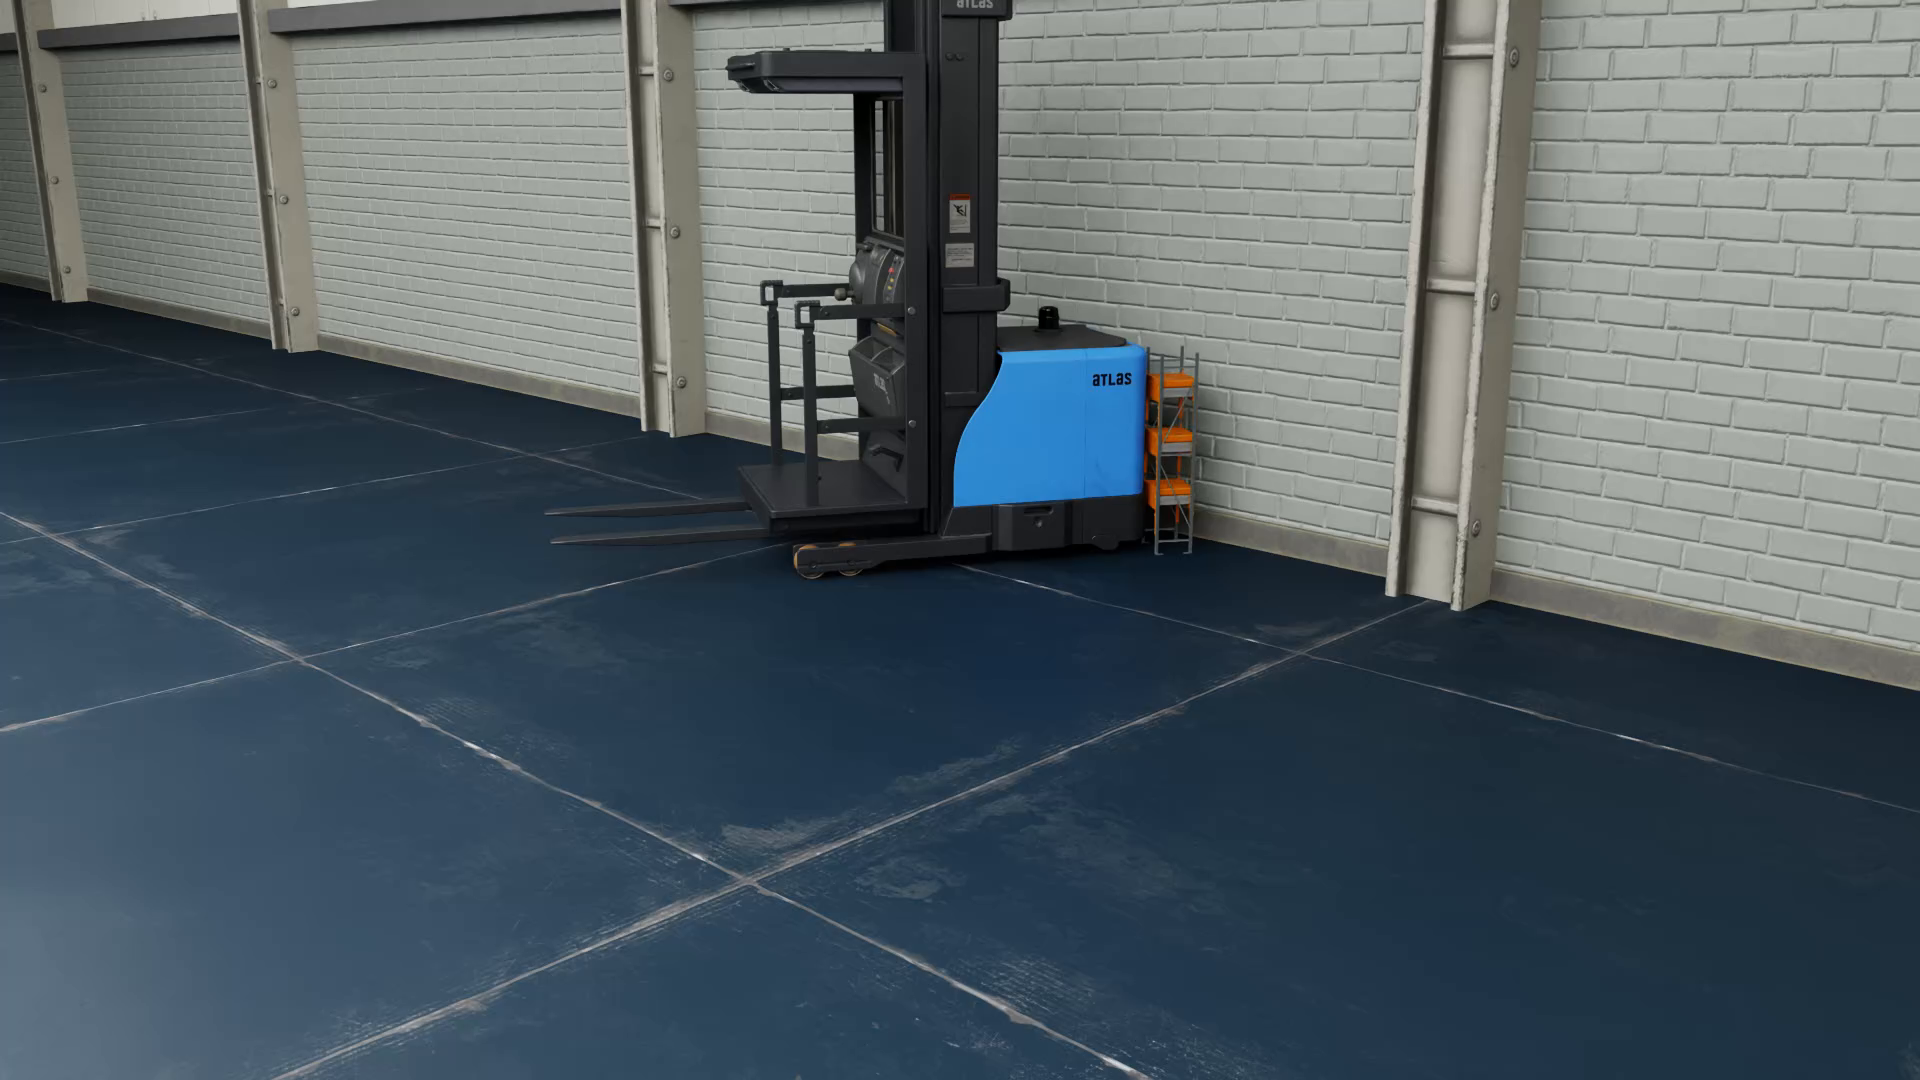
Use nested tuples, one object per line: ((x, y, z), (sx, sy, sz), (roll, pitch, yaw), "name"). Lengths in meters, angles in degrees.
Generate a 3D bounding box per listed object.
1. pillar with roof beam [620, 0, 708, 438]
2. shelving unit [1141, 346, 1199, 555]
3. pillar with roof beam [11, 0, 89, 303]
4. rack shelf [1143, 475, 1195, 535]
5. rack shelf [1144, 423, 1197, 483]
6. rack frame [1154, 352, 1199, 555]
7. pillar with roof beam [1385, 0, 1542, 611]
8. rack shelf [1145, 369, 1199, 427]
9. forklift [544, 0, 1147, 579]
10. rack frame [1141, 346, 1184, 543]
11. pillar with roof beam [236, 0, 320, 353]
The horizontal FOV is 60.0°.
((-5.033, -4.356, 7.802), (0.400, 9.000, 9.100), (14, 20, 42), "pillar with roof beam")
((1.087, -0.465, 8.634), (0.215, 1.050, 0.252), (-3, 15, -10), "shelving unit")
((-13.672, -6.456, 15.862), (0.400, 9.000, 9.100), (14, 20, 42), "pillar with roof beam")
((1.087, -0.186, 8.706), (0.215, 0.259, 0.240), (-3, 15, -10), "rack shelf")
((1.087, -0.455, 8.636), (0.215, 0.259, 0.240), (-3, 15, -10), "rack shelf")
((1.109, -0.435, 8.518), (0.200, 1.050, 0.008), (-3, 15, -10), "rack frame")
((-0.714, -3.306, 3.772), (0.400, 9.000, 9.100), (14, 20, 42), "pillar with roof beam")
((1.087, -0.729, 8.565), (0.215, 0.259, 0.240), (-3, 15, -10), "rack shelf")
((-0.605, -1.374, 8.394), (3.031, 2.935, 1.130), (-4, 15, -16), "forklift")
((1.065, -0.495, 8.750), (0.200, 1.050, 0.008), (-3, 15, -10), "rack frame")
((-9.353, -5.406, 11.832), (0.400, 9.000, 9.100), (14, 20, 42), "pillar with roof beam")
